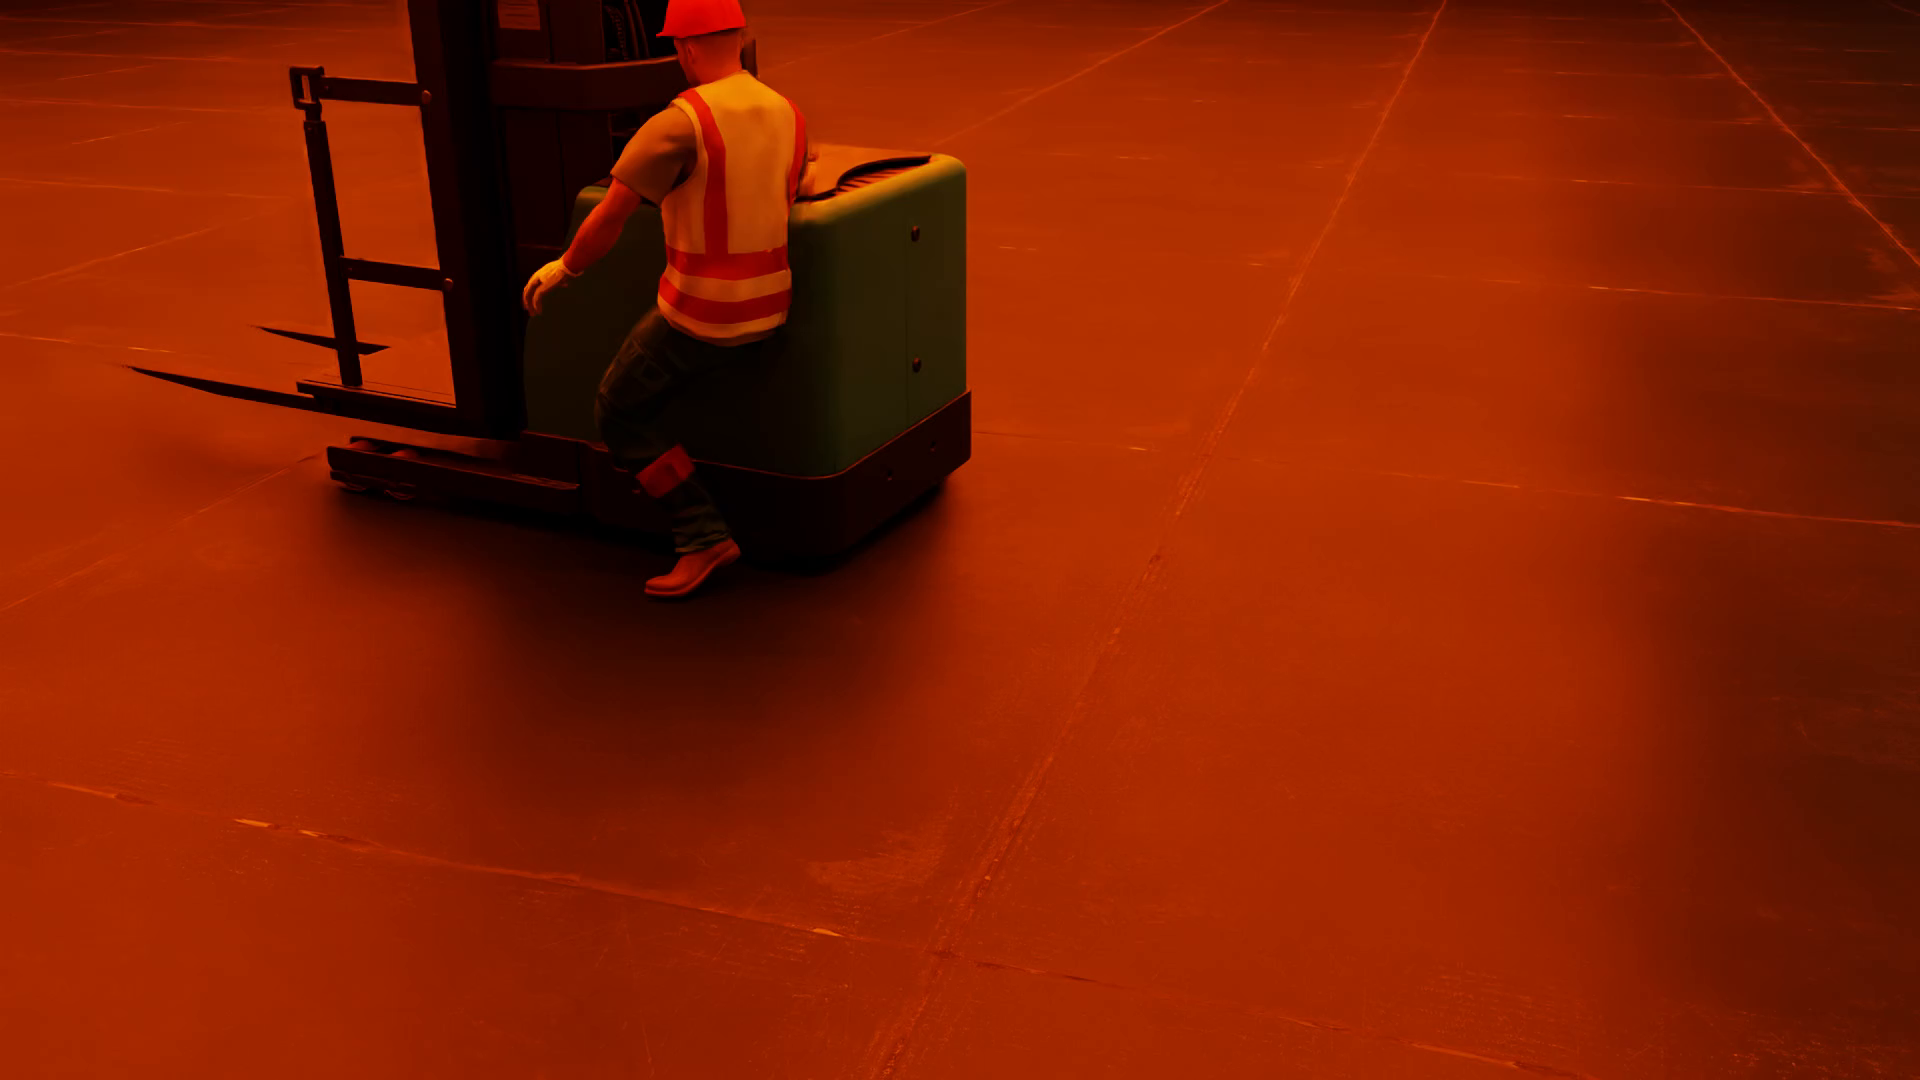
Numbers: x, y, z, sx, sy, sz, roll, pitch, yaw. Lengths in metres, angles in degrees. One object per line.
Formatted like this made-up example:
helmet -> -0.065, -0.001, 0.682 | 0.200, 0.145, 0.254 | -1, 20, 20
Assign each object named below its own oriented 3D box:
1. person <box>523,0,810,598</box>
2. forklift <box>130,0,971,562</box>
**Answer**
person -> -0.765, -0.707, 4.685 | 0.661, 1.661, 0.901 | 21, 30, 40
forklift -> -1.522, -1.654, 5.286 | 3.031, 2.935, 1.130 | 10, 25, 23
